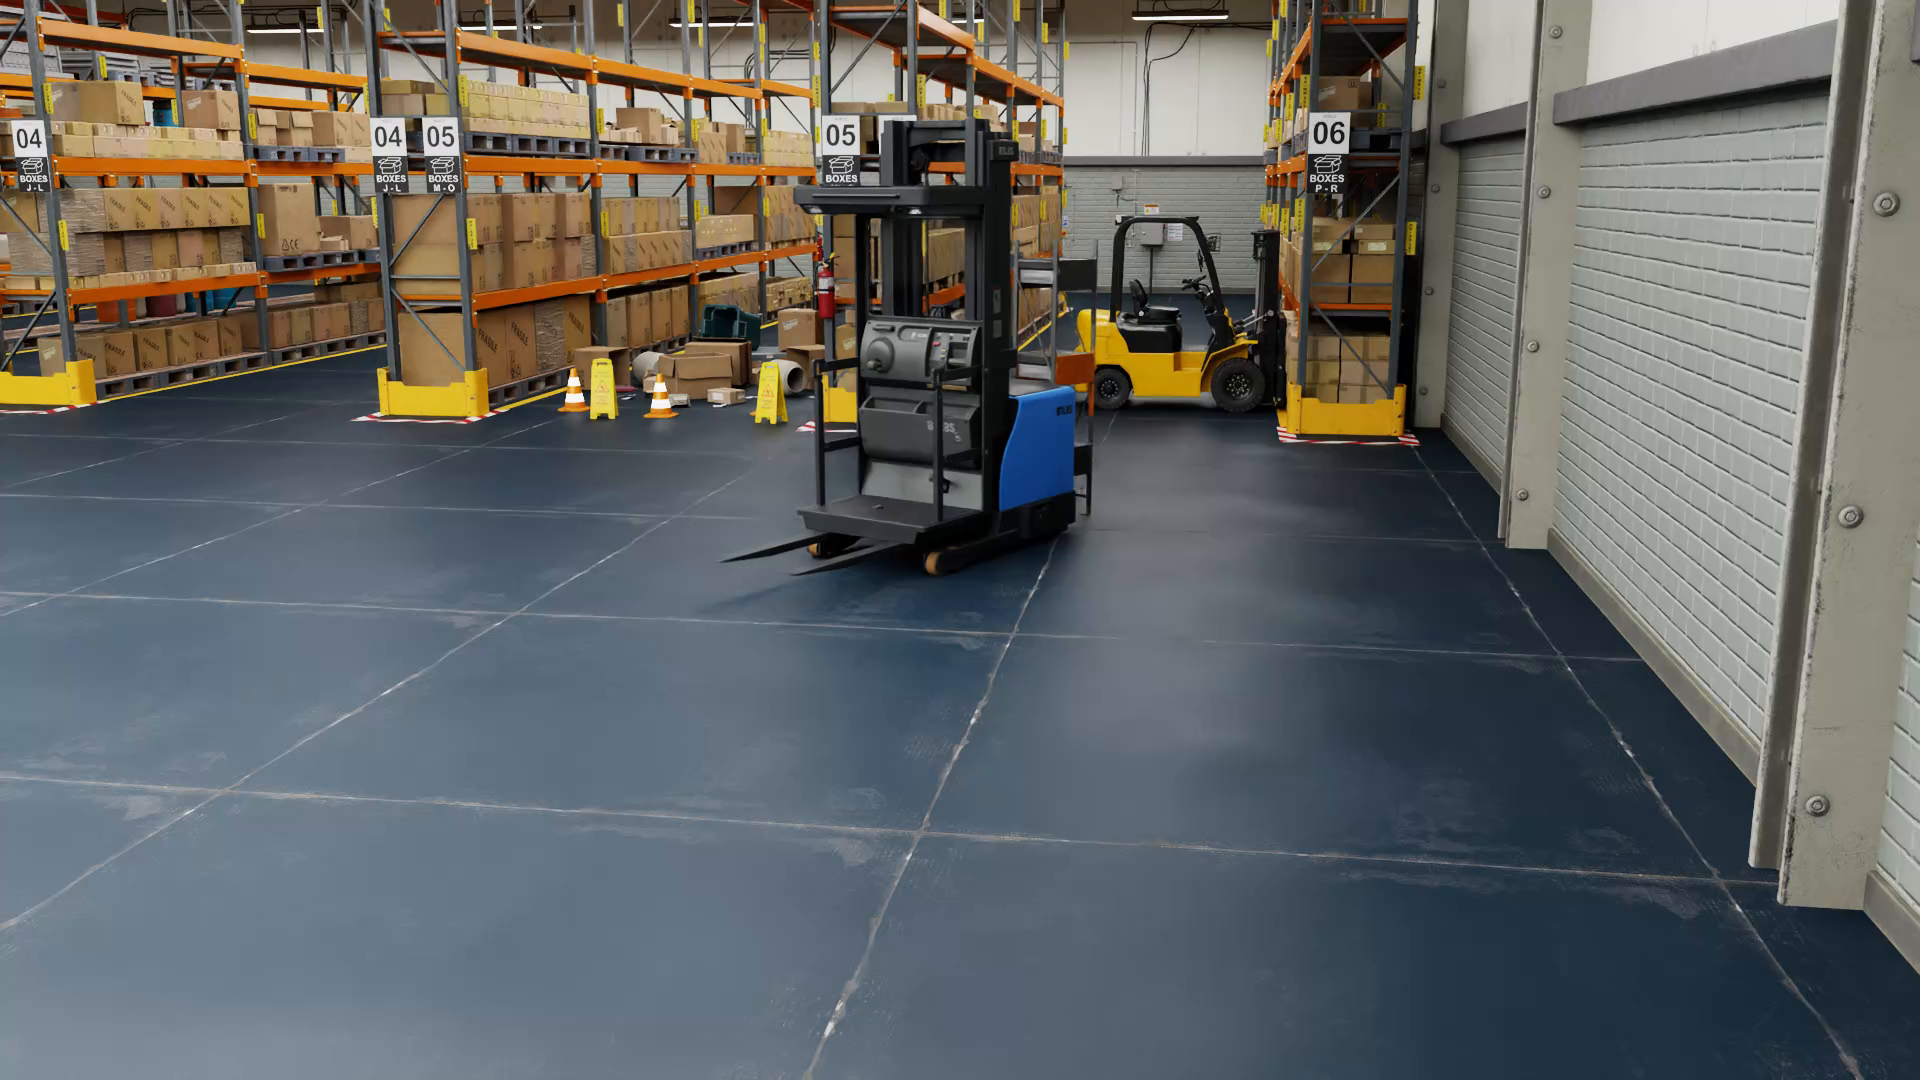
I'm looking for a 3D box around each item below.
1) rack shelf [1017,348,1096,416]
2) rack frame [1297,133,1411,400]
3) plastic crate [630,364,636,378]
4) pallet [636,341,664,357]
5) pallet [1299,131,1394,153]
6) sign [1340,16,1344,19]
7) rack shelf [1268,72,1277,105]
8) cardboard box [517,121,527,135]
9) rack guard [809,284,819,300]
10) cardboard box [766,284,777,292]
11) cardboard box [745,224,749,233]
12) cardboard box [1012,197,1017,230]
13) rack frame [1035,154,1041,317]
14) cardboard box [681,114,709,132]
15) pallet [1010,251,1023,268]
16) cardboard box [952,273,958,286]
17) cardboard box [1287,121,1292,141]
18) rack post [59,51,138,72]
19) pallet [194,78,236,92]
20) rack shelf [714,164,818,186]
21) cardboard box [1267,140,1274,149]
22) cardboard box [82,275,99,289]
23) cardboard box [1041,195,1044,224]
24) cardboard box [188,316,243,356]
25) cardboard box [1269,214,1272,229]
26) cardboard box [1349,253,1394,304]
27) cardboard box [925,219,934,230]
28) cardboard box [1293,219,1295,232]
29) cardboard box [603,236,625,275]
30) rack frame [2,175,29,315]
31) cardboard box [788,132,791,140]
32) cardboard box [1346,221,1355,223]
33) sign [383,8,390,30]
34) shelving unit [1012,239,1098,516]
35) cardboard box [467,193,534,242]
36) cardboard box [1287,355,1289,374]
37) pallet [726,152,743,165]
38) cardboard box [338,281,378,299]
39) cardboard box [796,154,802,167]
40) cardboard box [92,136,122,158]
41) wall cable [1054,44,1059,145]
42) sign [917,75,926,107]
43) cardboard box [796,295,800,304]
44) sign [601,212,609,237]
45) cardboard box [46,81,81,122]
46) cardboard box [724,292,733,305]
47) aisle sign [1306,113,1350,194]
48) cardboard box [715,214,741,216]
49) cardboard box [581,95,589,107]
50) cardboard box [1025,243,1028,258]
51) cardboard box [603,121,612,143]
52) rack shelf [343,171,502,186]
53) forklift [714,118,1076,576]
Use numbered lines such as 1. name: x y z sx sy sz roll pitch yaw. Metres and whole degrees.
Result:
1. rack shelf: 0.709 -1.195 12.600 0.431 0.518 0.480 10 15 40
2. rack frame: 3.966 -2.581 16.848 1.000 3.000 0.127 2 12 9
3. plastic crate: -3.963 -2.288 22.027 0.450 0.188 0.662 -3 8 40
4. pallet: -5.001 -2.767 24.333 1.003 0.211 1.213 2 12 9
5. pallet: 4.285 -4.405 18.402 1.003 0.211 1.213 2 12 9
6. sign: 6.361 -8.529 27.614 0.100 0.325 0.005 2 12 9
7. rack shelf: 6.119 -8.074 29.815 1.077 0.370 4.000 2 12 9
8. cardboard box: -5.283 -4.801 19.395 0.380 0.149 0.250 2 12 8
9. rack guard: -3.397 -4.973 33.882 1.175 0.500 0.348 2 12 9
10. cardboard box: -3.634 -4.710 31.088 0.380 0.149 0.250 2 12 7
11. cardboard box: -3.906 -5.462 29.111 0.380 0.149 0.250 2 12 9
12. cardboard box: 0.608 -5.038 25.642 0.500 0.500 0.500 1 12 7
13. rack frame: 0.906 -5.239 29.182 1.000 3.000 0.127 2 12 9
14. cardboard box: -4.202 -6.617 26.405 0.396 0.266 0.258 2 12 9
15. pallet: 0.287 -4.161 24.634 1.213 0.211 1.003 2 12 9
16. cardboard box: -0.226 -3.162 20.143 0.380 0.149 0.250 2 12 8
17. cardboard box: 4.570 -5.409 21.828 0.500 0.311 0.500 1 12 7
18. rack post: -14.324 -7.936 27.635 0.954 0.300 0.937 2 12 9
19. pallet: -13.877 -8.192 30.043 1.003 0.211 1.213 2 12 9
20. rack shelf: -3.693 -6.909 31.520 1.077 0.370 4.000 2 12 9
21. cardboard box: 5.298 -6.574 27.622 0.380 0.149 0.250 2 12 9
22. cardboard box: -10.395 -3.042 19.585 0.380 0.149 0.250 2 12 9
23. cardboard box: 1.219 -5.868 29.490 0.500 0.500 0.500 2 12 9
24. cardboard box: -10.217 -2.796 22.783 0.500 0.500 0.500 1 12 7
25. cardboard box: 5.316 -4.968 26.693 0.700 0.500 0.500 2 12 8
26. cardboard box: 4.316 -2.724 17.274 0.500 0.500 0.500 2 12 10
27. cardboard box: -0.706 -4.066 20.425 0.700 0.500 0.500 2 12 9
28. cardboard box: 4.116 -3.707 19.591 0.380 0.149 0.250 2 12 10
29. cardboard box: -4.884 -3.862 22.558 0.500 0.500 0.500 2 12 9
30. rack frame: -18.674 -5.882 32.165 1.000 3.000 0.127 2 12 9
31. cardboard box: -3.405 -7.645 31.449 0.380 0.149 0.250 2 12 7
32. cardboard box: 4.495 -3.476 18.520 0.380 0.149 0.250 2 12 9
33. sign: -8.964 -8.140 25.997 0.100 0.325 0.005 2 12 9
34. shelving unit: 0.709 -1.208 12.597 0.431 2.100 0.503 10 15 40
35. cardboard box: -5.537 -3.787 19.526 0.875 0.550 0.550 2 12 9
36. cardboard box: 3.820 -1.902 18.041 0.500 0.250 0.500 2 12 8
37. pallet: -4.357 -6.412 27.950 1.213 0.211 1.003 2 12 9
38. cardboard box: -9.575 -3.946 26.295 0.500 0.250 0.500 2 12 11
39. cardboard box: -3.355 -7.291 31.942 0.500 0.250 0.500 2 12 11
40. cardboard box: -10.329 -4.654 19.706 0.500 0.250 0.500 2 12 7
41. wall cable: 2.118 -10.197 37.950 0.463 3.000 0.029 2 12 9
42. sign: -0.403 -4.617 17.101 0.100 0.325 0.005 2 12 9
43. cardboard box: -3.328 -4.690 32.406 0.380 0.149 0.250 1 12 6
44. sign: -4.682 -4.157 21.920 0.100 0.325 0.005 2 12 9
45. cardboard box: -10.743 -5.298 20.205 0.500 0.500 0.500 2 12 9
46. cardboard box: -4.107 -3.880 27.812 0.500 0.500 0.500 2 12 7
47. aisle sign: 3.665 -3.847 16.555 0.394 0.787 0.004 2 12 9
48. cardboard box: -4.205 -5.682 30.296 0.500 0.500 0.500 2 12 9
49. cardboard box: -4.972 -5.614 21.272 0.380 0.149 0.250 2 12 8
50. cardboard box: 0.835 -4.746 27.251 0.500 0.250 0.500 2 12 9
51. cardboard box: -5.179 -5.762 23.466 0.500 0.311 0.500 1 12 7
52. rack shelf: -9.194 -6.258 28.500 1.077 0.370 4.000 2 12 9
53. forklift: -0.398 -1.309 11.109 1.130 2.935 3.031 8 15 34
